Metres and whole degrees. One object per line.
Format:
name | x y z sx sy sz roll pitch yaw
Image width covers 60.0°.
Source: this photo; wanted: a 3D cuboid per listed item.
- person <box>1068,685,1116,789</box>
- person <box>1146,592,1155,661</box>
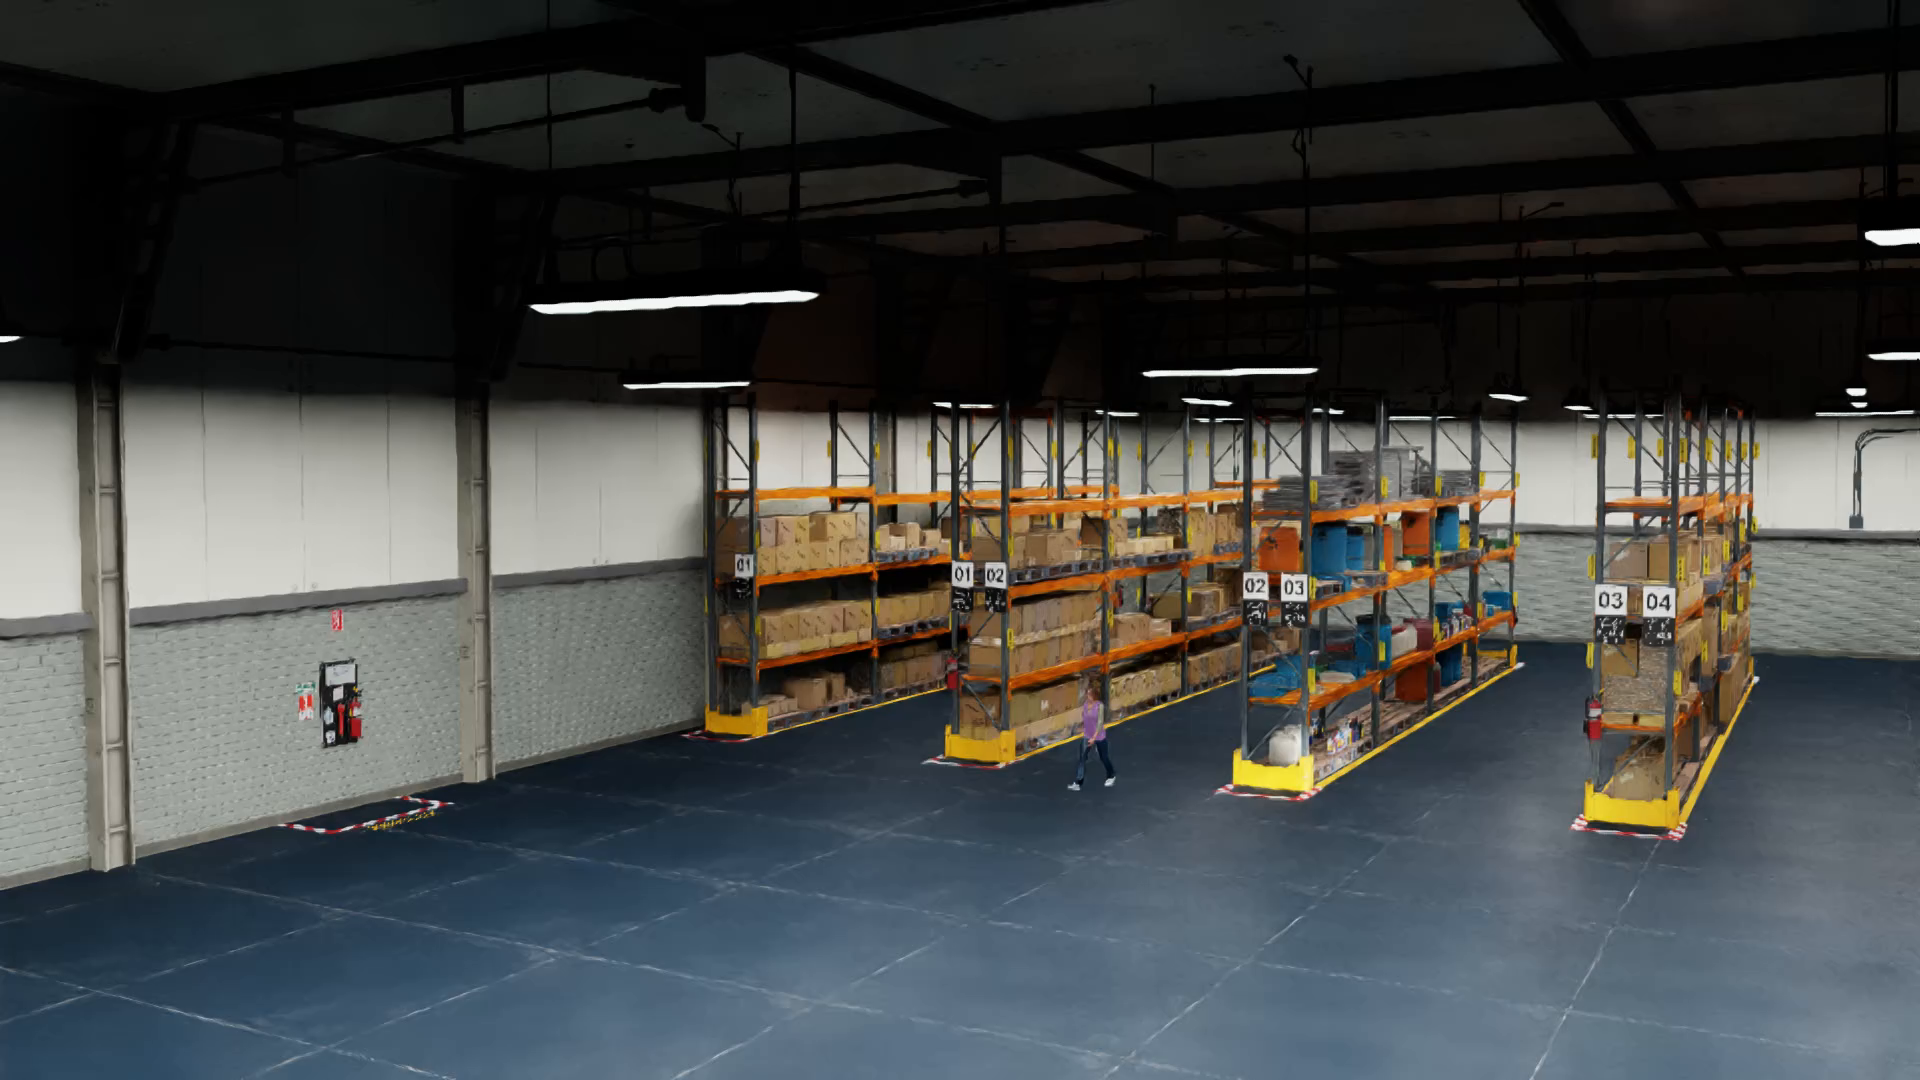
person | 1.978 2.903 24.516 0.407 1.519 0.962 2 4 37
person | 4.286 2.064 37.657 0.636 1.782 0.551 -2 4 -31
